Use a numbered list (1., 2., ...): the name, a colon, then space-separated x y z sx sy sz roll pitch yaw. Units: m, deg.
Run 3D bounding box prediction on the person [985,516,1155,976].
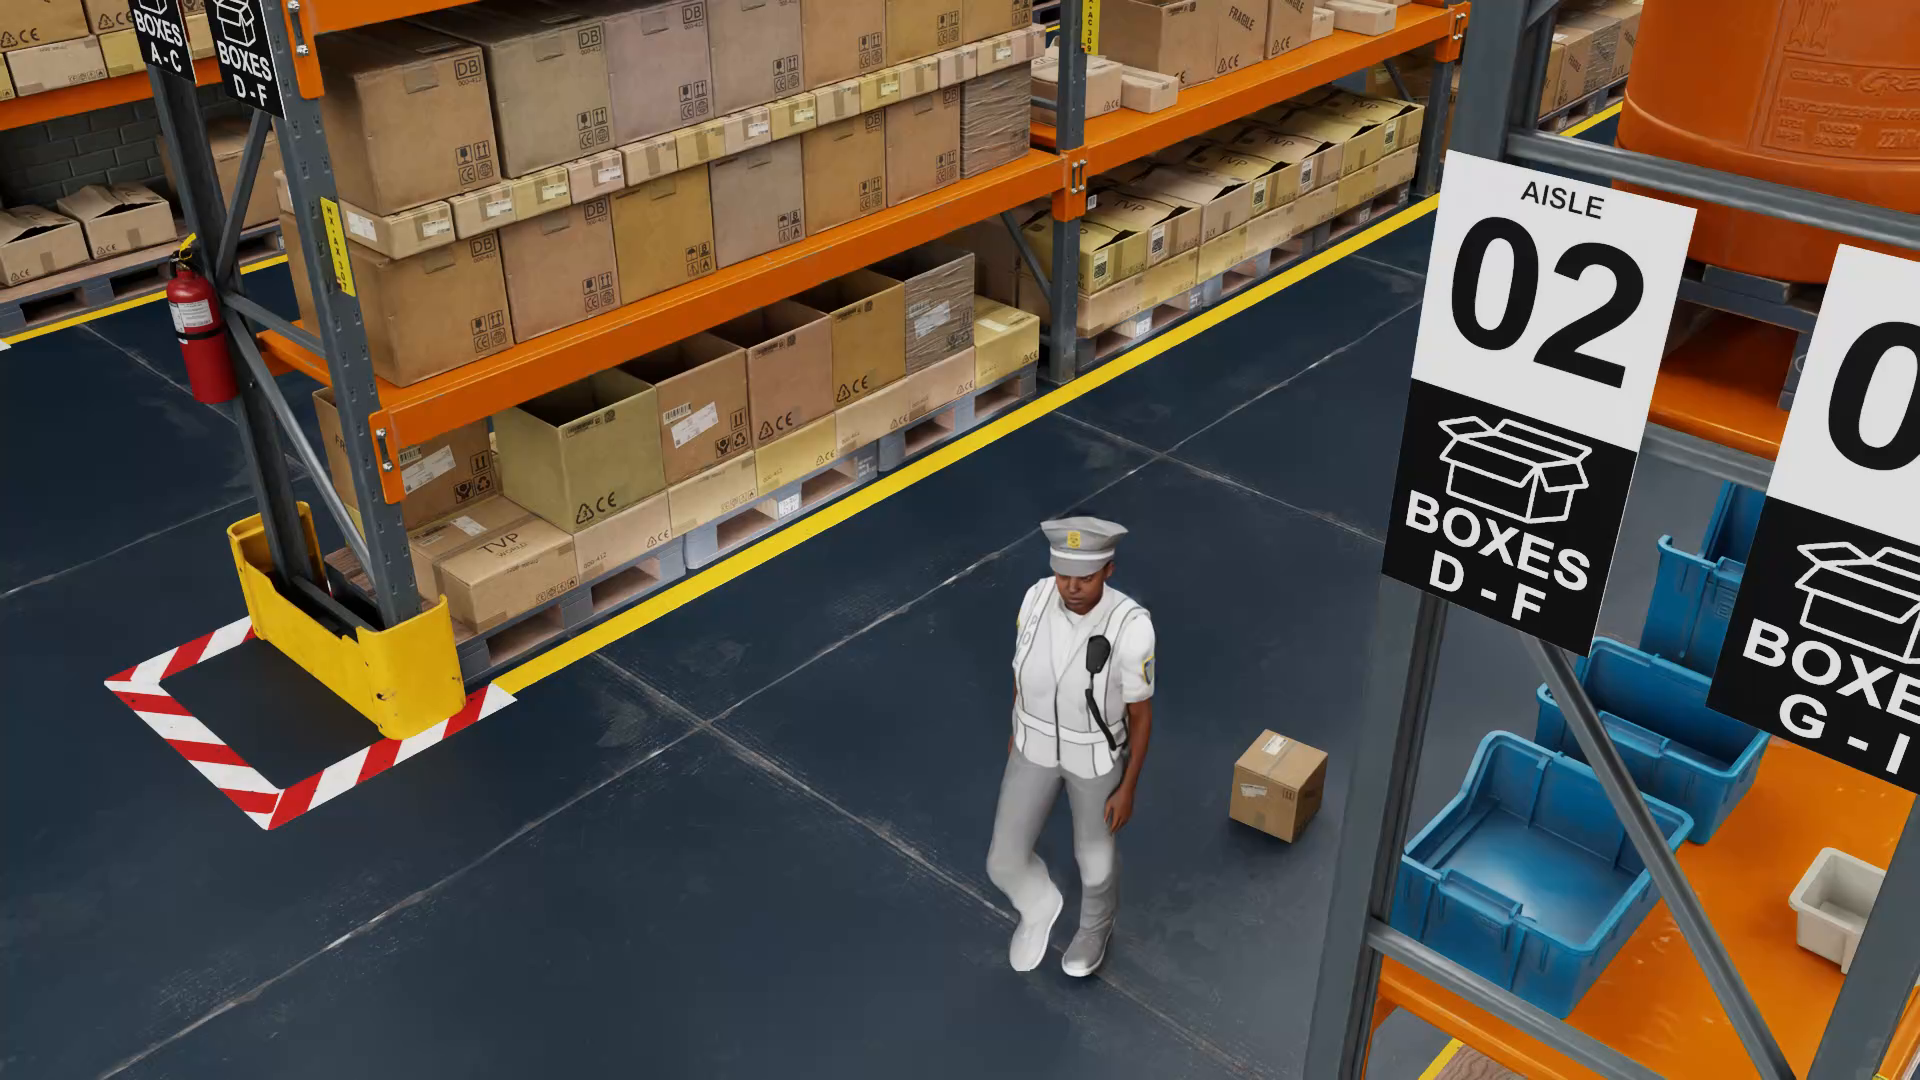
1. person: 0.332 0.675 5.005 0.483 1.734 0.466 14 34 21
